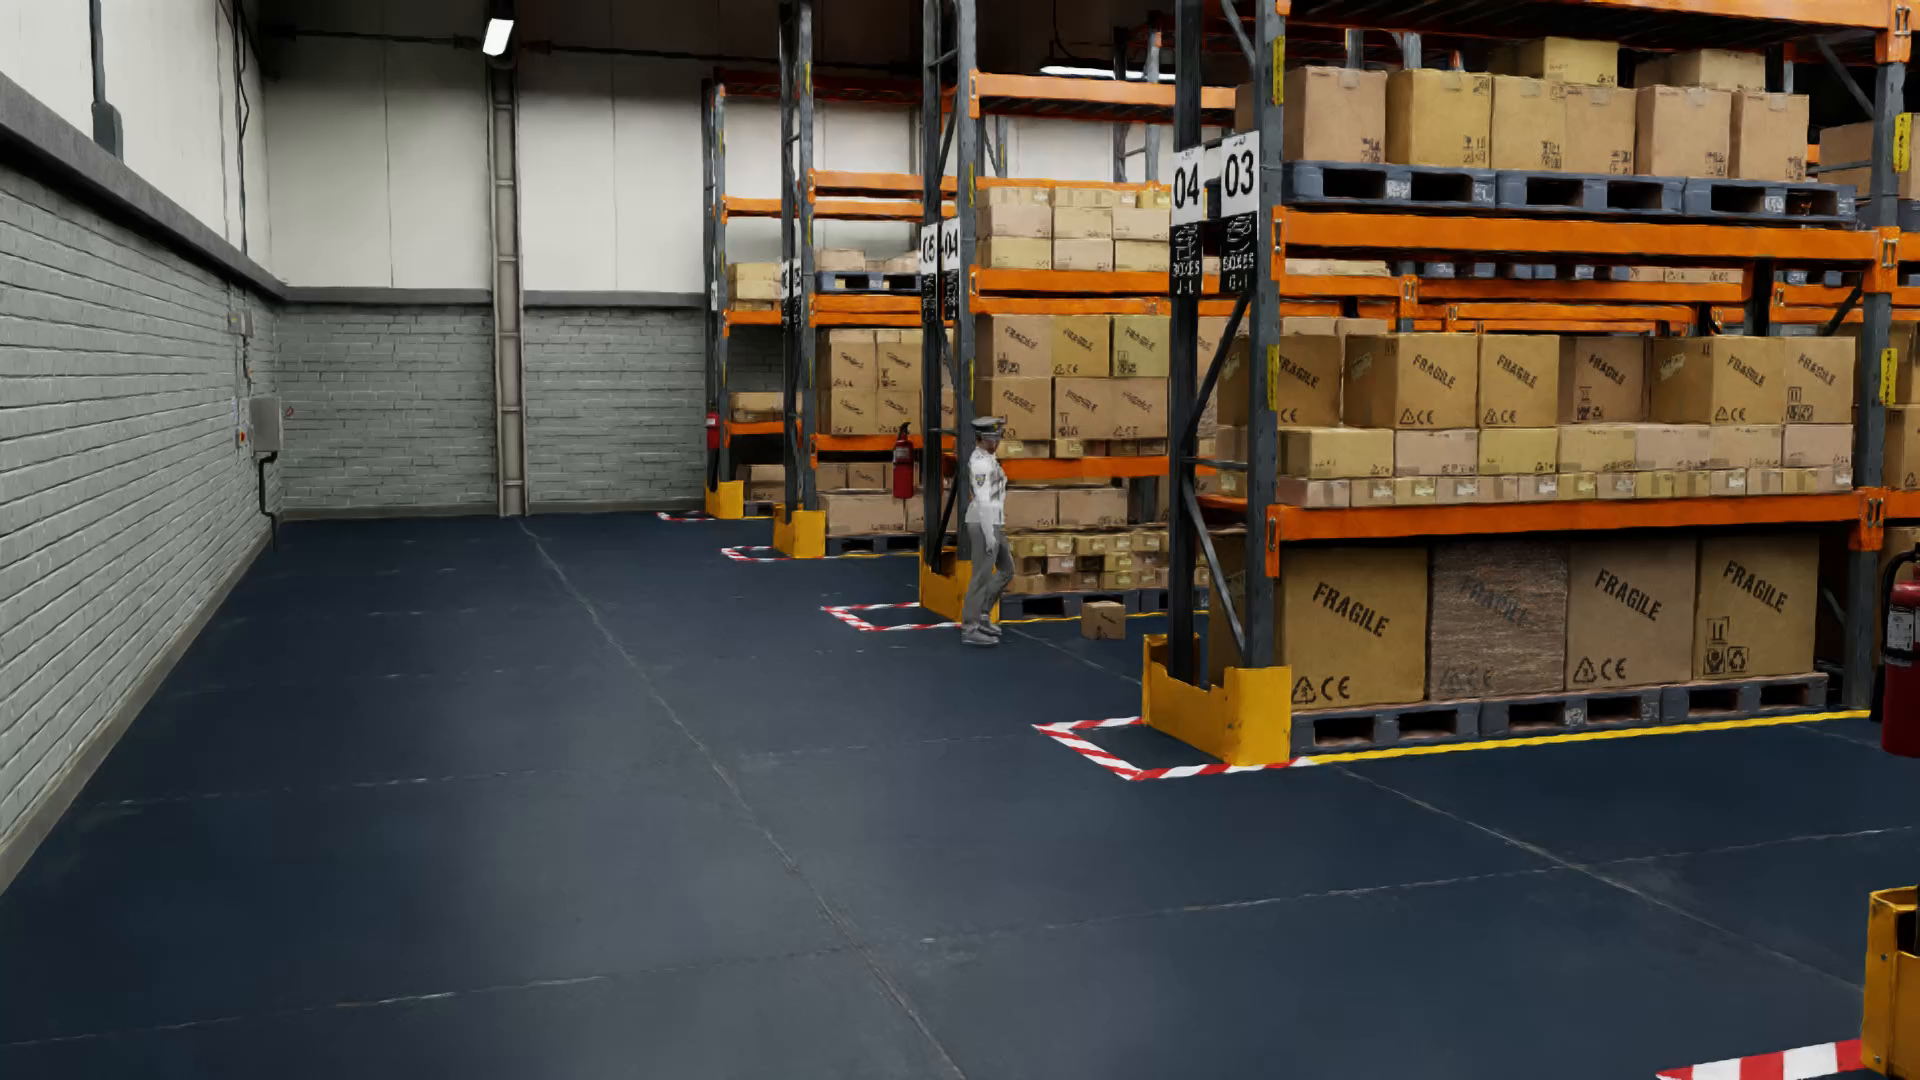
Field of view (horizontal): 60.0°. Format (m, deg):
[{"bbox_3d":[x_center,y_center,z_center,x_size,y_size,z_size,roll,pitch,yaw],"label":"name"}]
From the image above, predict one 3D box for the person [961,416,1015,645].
[{"bbox_3d":[0.210,-0.074,12.154,0.440,1.656,0.541,-1,6,-7],"label":"person"}]
